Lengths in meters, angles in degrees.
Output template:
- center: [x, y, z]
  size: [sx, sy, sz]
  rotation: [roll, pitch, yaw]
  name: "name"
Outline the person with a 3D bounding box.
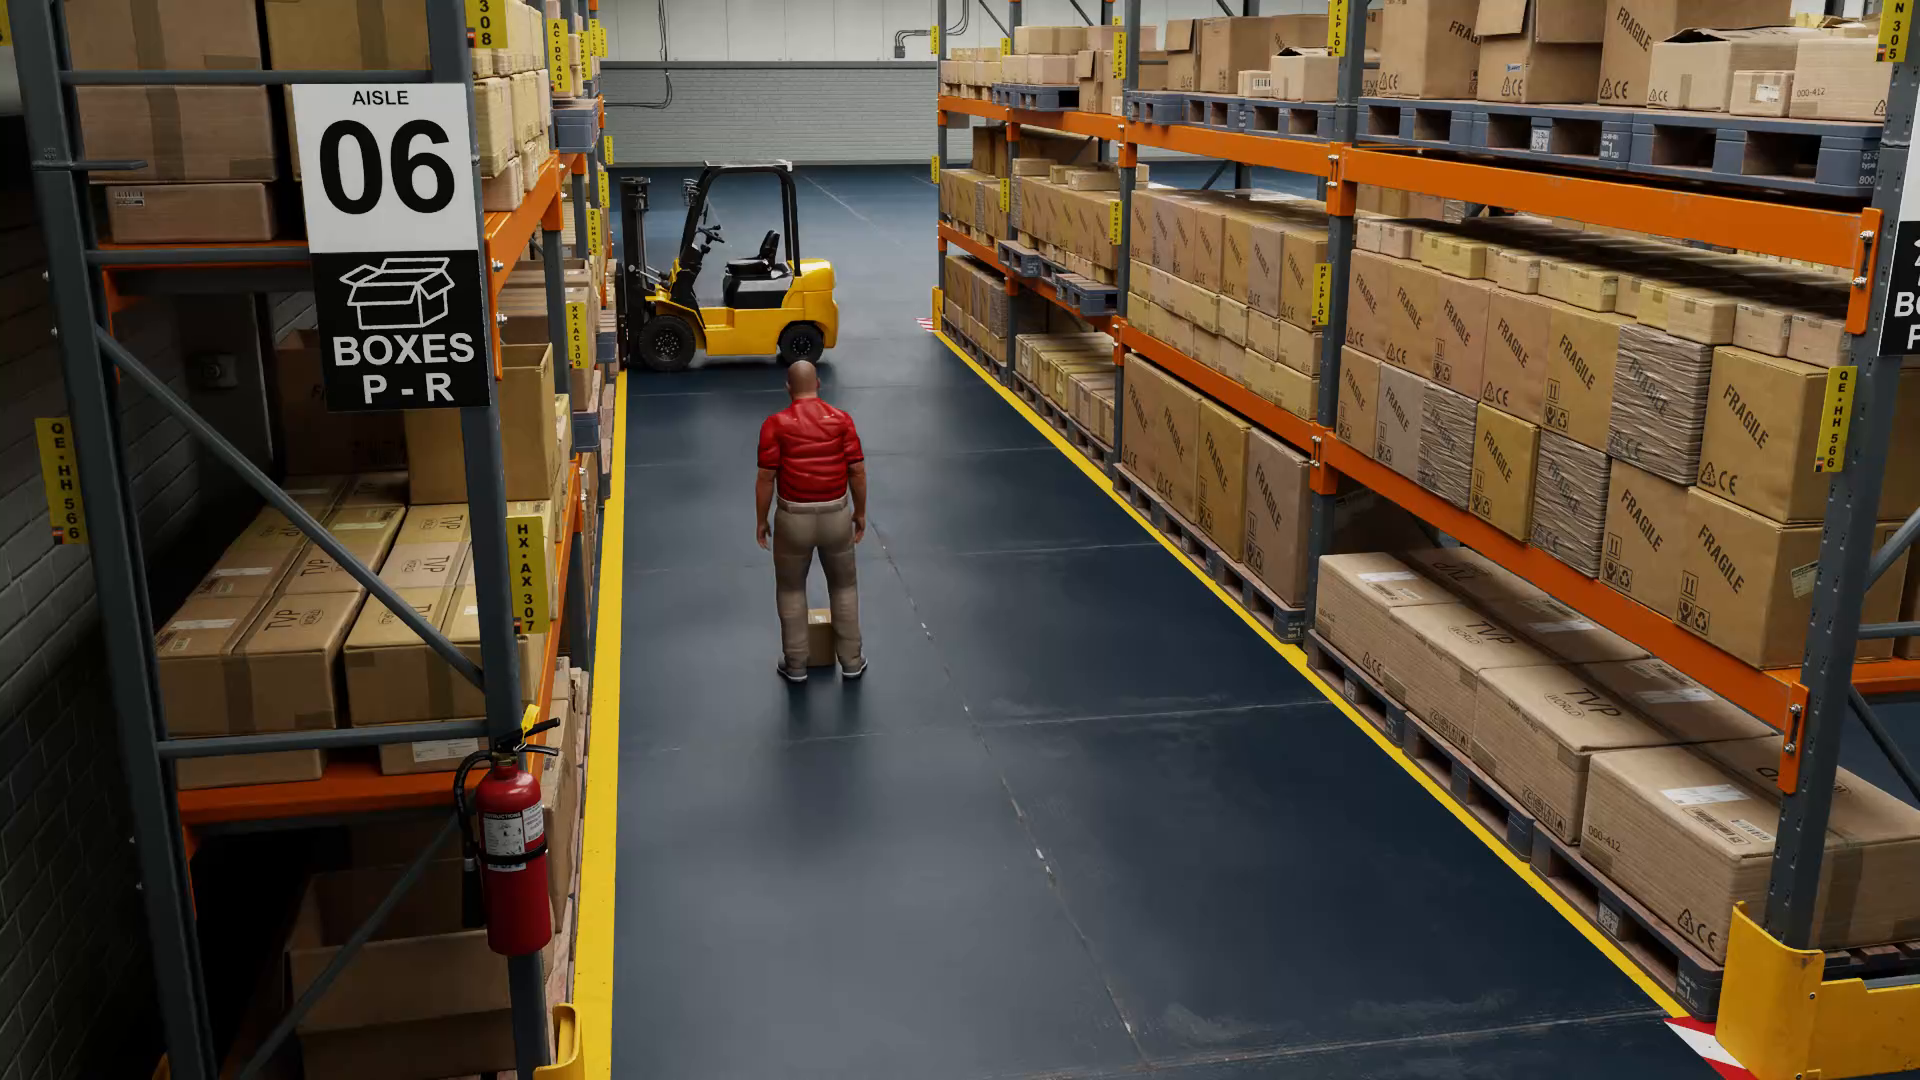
- center: [-0.789, -0.094, 8.881]
  size: [0.599, 1.727, 0.391]
  rotation: [-4, 17, -12]
  name: "person"
